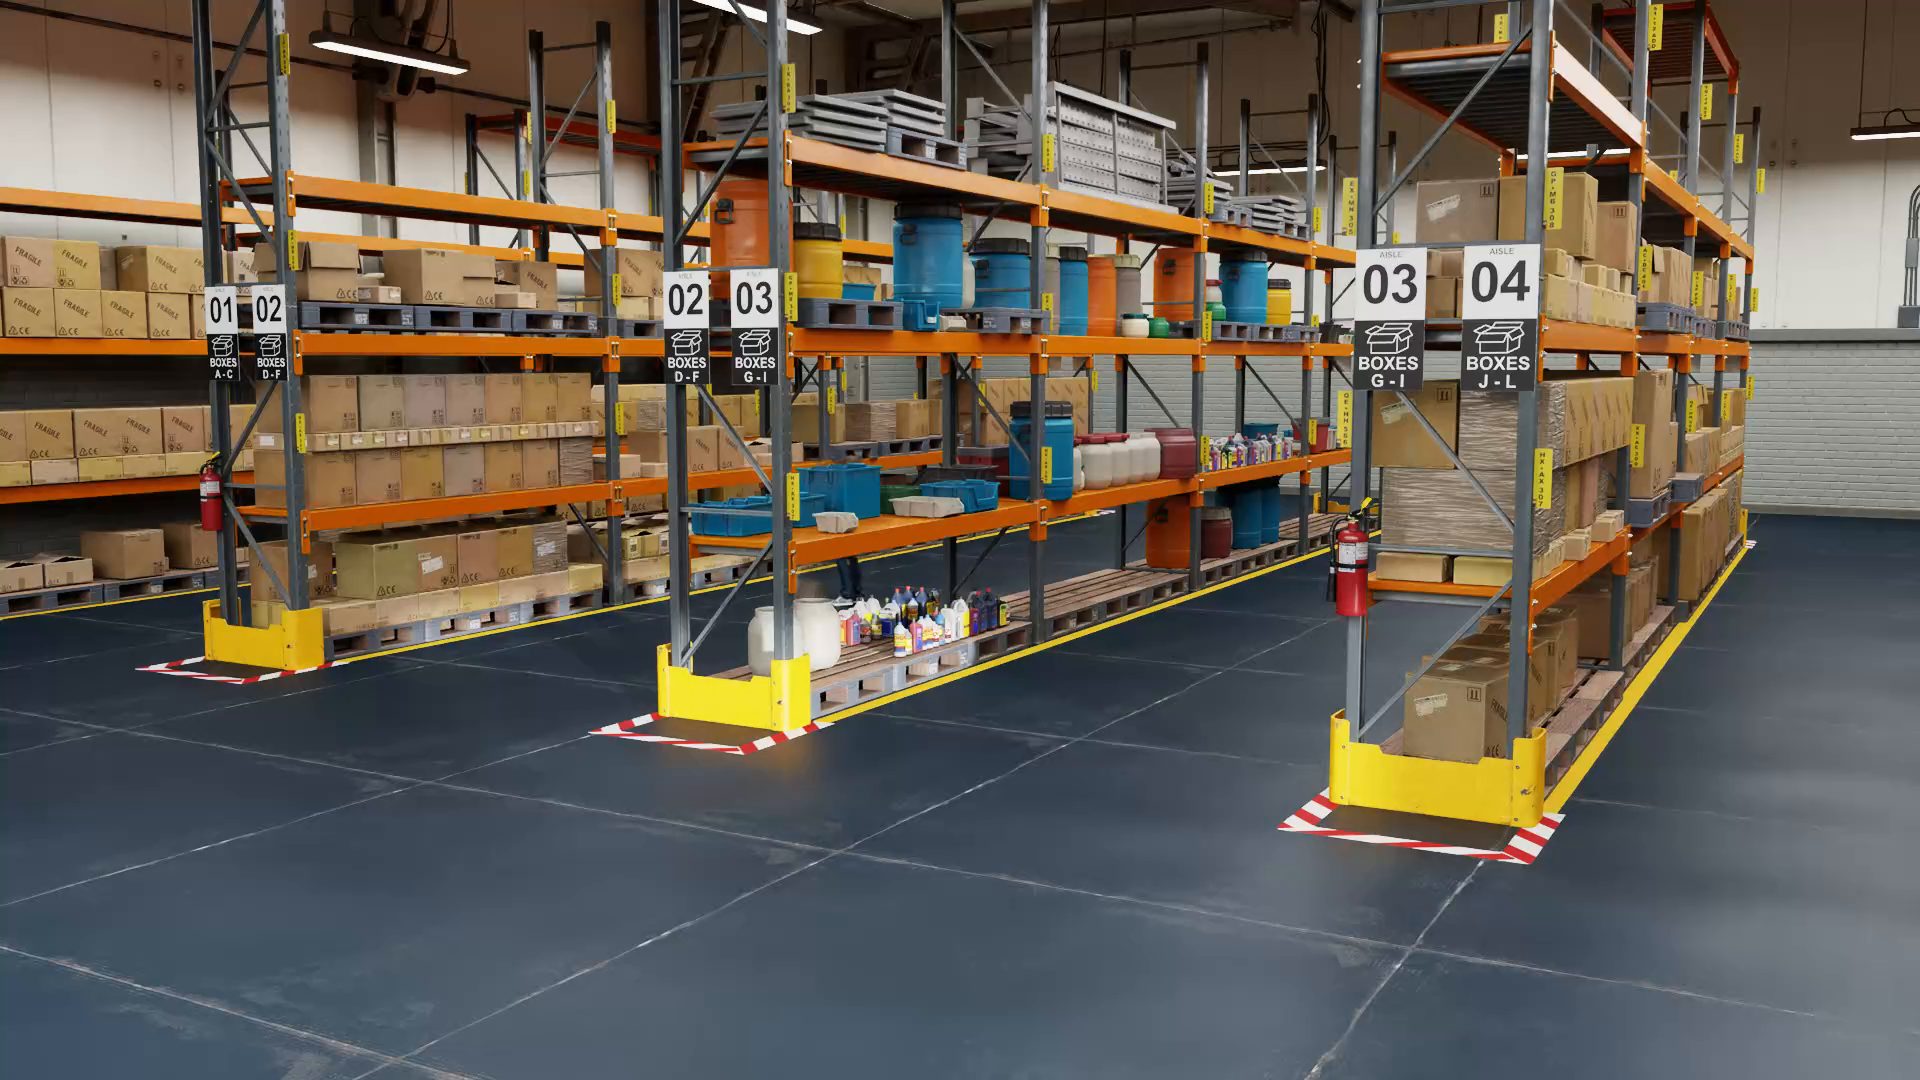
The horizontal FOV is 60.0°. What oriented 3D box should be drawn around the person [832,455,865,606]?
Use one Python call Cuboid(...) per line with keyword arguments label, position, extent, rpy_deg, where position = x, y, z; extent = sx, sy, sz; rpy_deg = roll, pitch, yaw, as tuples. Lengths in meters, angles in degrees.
Cuboid(label="person", position=(-1.247, -0.108, 17.591), extent=(0.494, 1.593, 0.404), rpy_deg=(4, 7, 30))
